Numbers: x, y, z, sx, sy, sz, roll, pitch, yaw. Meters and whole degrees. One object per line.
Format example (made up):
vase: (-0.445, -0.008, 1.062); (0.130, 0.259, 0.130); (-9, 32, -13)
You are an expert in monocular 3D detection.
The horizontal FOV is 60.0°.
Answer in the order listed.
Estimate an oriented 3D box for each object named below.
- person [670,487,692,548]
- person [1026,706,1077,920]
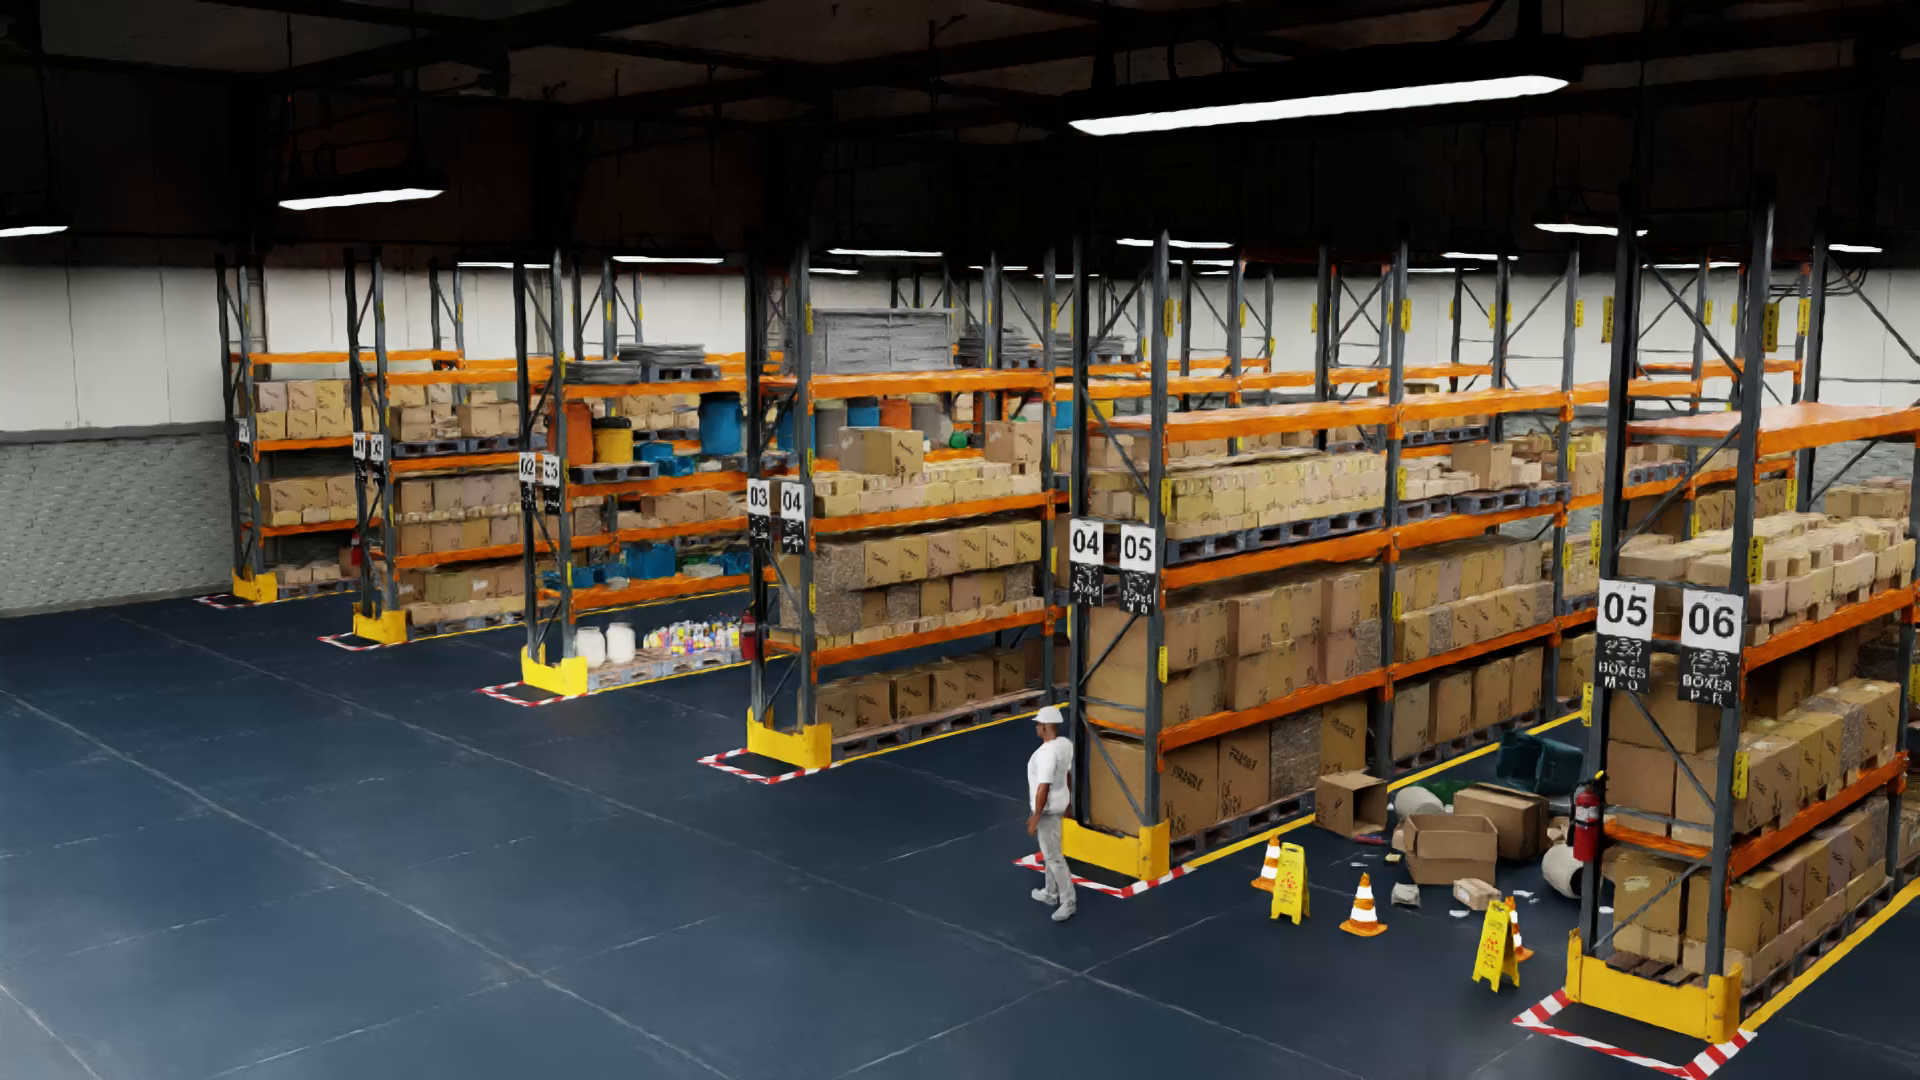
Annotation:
person: (-5.735, -0.388, 33.778); (0.411, 1.533, 0.957); (6, 10, 36)
person: (0.799, 2.303, 14.209); (0.482, 1.765, 0.750); (2, 8, 15)
